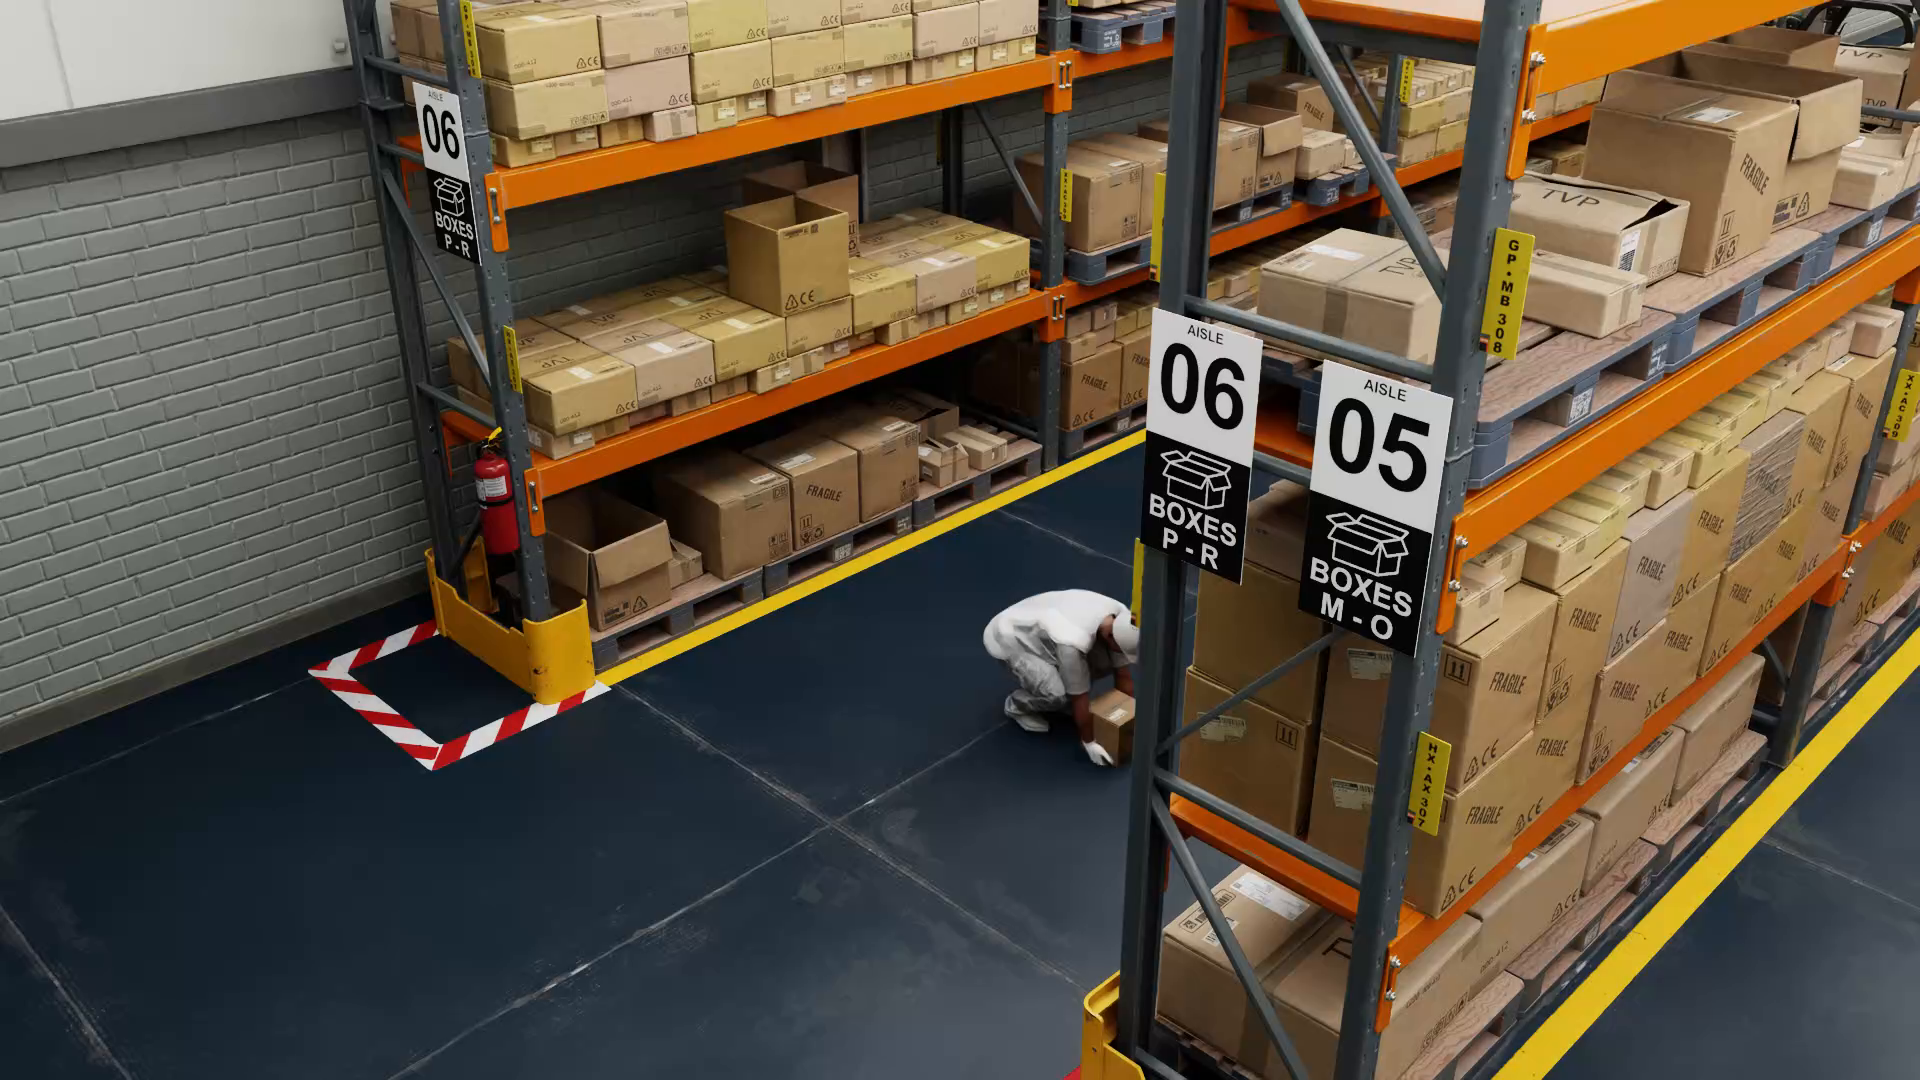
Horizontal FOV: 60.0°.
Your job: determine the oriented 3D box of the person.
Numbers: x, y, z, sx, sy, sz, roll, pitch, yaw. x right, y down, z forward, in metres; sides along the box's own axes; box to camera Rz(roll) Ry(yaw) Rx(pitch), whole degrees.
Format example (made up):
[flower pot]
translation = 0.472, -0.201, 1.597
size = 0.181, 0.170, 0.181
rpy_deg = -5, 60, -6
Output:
[person]
translation = 0.573, 0.642, 8.533
size = 0.937, 0.875, 0.575
rpy_deg = 24, 36, 38
